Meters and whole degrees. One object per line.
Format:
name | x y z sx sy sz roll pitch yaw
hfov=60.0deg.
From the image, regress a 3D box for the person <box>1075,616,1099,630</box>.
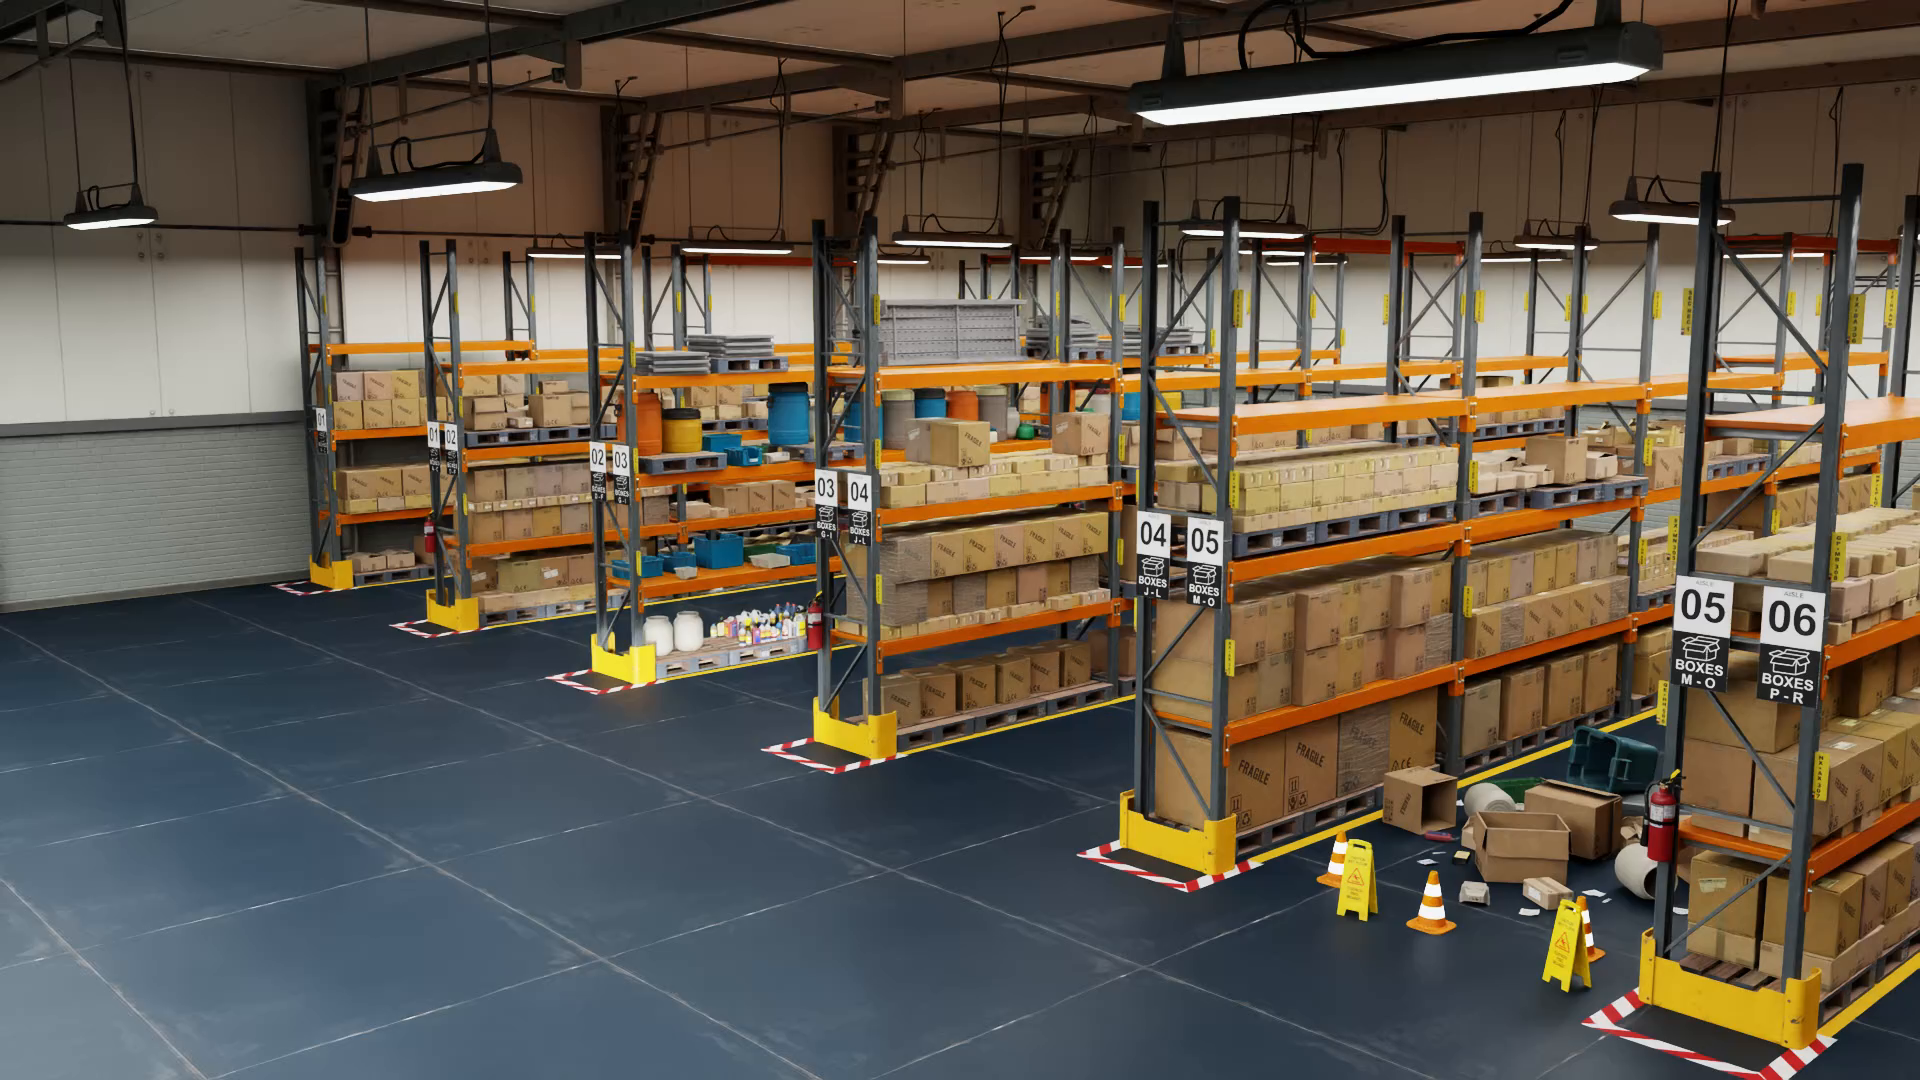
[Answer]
person | 1.919 0.423 24.449 0.674 1.775 0.729 5 10 33
